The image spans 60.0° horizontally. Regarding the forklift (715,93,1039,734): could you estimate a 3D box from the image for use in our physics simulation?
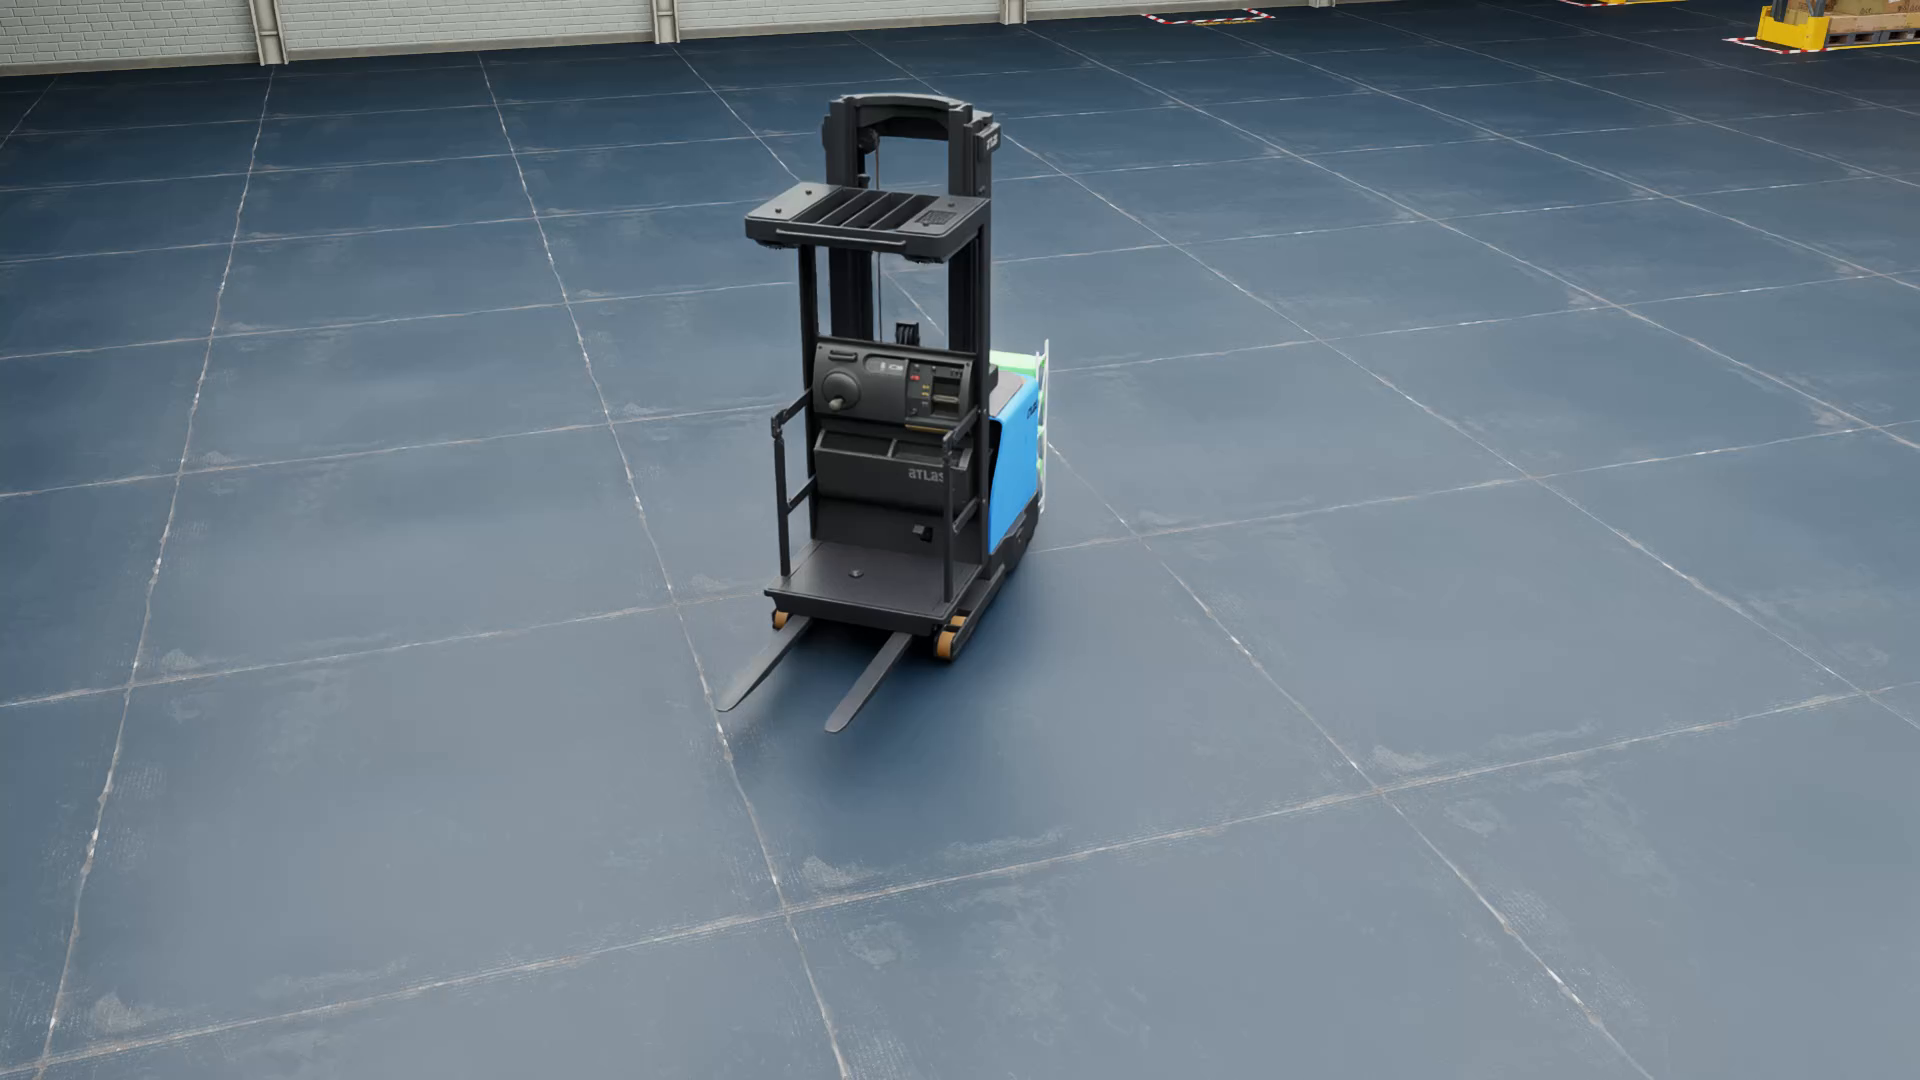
[{"bbox_3d":[-0.448,-0.834,9.135,1.130,2.935,3.031,9,28,17],"label":"forklift"}]

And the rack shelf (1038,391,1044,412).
[{"bbox_3d":[0.289,-0.886,10.790,0.480,0.148,0.258,9,28,17],"label":"rack shelf"}]

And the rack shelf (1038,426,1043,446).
[{"bbox_3d":[0.289,-0.671,10.897,0.480,0.148,0.258,9,28,17],"label":"rack shelf"}]

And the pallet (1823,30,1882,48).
[{"bbox_3d":[14.180,-8.272,27.174,1.213,0.211,1.003,-8,28,-16],"label":"pallet"}]

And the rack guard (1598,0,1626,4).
[{"bbox_3d":[12.001,-10.382,31.101,0.348,0.500,1.175,-8,28,-16],"label":"rack guard"}]

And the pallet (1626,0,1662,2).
[{"bbox_3d":[12.784,-10.350,31.360,1.213,0.211,1.003,-8,28,-16],"label":"pallet"}]

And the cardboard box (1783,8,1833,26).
[{"bbox_3d":[13.884,-8.553,27.225,0.500,0.250,0.500,-8,28,-16],"label":"cardboard box"}]

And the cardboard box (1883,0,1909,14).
[{"bbox_3d":[14.991,-8.814,26.907,0.500,0.500,0.500,-8,28,-16],"label":"cardboard box"}]

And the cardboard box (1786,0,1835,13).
[{"bbox_3d":[13.884,-8.890,27.060,0.500,0.500,0.500,-8,28,-16],"label":"cardboard box"}]

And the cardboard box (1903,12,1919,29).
[{"bbox_3d":[15.471,-8.540,27.198,0.500,0.250,0.500,-8,28,-16],"label":"cardboard box"}]

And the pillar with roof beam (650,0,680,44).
[{"bbox_3d":[-3.456,-10.342,21.462,0.400,9.000,9.100,-8,28,-16],"label":"pillar with roof beam"}]

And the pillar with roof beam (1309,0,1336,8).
[{"bbox_3d":[7.954,-11.994,24.790,0.400,9.000,9.100,-8,28,-16],"label":"pillar with roof beam"}]

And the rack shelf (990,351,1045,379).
[{"bbox_3d":[0.289,-1.101,10.683,0.480,0.148,0.258,9,28,17],"label":"rack shelf"}]

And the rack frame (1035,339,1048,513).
[{"bbox_3d":[0.520,-0.694,10.798,0.015,1.200,0.240,9,28,17],"label":"rack frame"}]

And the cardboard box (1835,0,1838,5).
[{"bbox_3d":[14.830,-9.034,27.350,0.500,0.500,0.500,-8,28,-16],"label":"cardboard box"}]

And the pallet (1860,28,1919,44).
[{"bbox_3d":[15.338,-8.438,27.509,1.213,0.211,1.003,-8,28,-16],"label":"pallet"}]

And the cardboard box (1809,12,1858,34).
[{"bbox_3d":[14.045,-8.334,26.784,0.500,0.250,0.500,-8,28,-16],"label":"cardboard box"}]

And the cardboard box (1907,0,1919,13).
[{"bbox_3d":[15.472,-8.875,27.031,0.500,0.500,0.500,-8,28,-16],"label":"cardboard box"}]

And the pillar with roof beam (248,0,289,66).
[{"bbox_3d":[-9.161,-9.516,19.798,0.400,9.000,9.100,-8,28,-16],"label":"pillar with roof beam"}]

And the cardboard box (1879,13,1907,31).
[{"bbox_3d":[14.994,-8.473,27.064,0.500,0.250,0.500,-8,28,-16],"label":"cardboard box"}]

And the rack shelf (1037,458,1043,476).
[{"bbox_3d":[0.289,-0.456,11.003,0.480,0.148,0.258,9,28,17],"label":"rack shelf"}]

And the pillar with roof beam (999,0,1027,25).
[{"bbox_3d":[2.249,-11.168,23.126,0.400,9.000,9.100,-8,28,-16],"label":"pillar with roof beam"}]

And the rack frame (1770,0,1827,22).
[{"bbox_3d":[13.466,-9.398,26.306,0.127,3.000,1.000,-8,28,-16],"label":"rack frame"}]

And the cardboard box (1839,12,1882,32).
[{"bbox_3d":[14.519,-8.404,26.925,0.500,0.250,0.500,-8,28,-16],"label":"cardboard box"}]

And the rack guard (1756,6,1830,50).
[{"bbox_3d":[13.443,-8.275,26.855,0.348,0.500,1.175,-8,28,-16],"label":"rack guard"}]

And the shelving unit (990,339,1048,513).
[{"bbox_3d":[0.289,-0.729,10.868,0.503,1.200,0.258,9,28,17],"label":"shelving unit"}]

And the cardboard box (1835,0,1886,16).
[{"bbox_3d":[14.519,-8.739,26.757,0.500,0.500,0.500,-8,28,-16],"label":"cardboard box"}]

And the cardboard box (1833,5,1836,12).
[{"bbox_3d":[14.356,-8.627,27.374,0.500,0.250,0.500,-8,28,-16],"label":"cardboard box"}]
